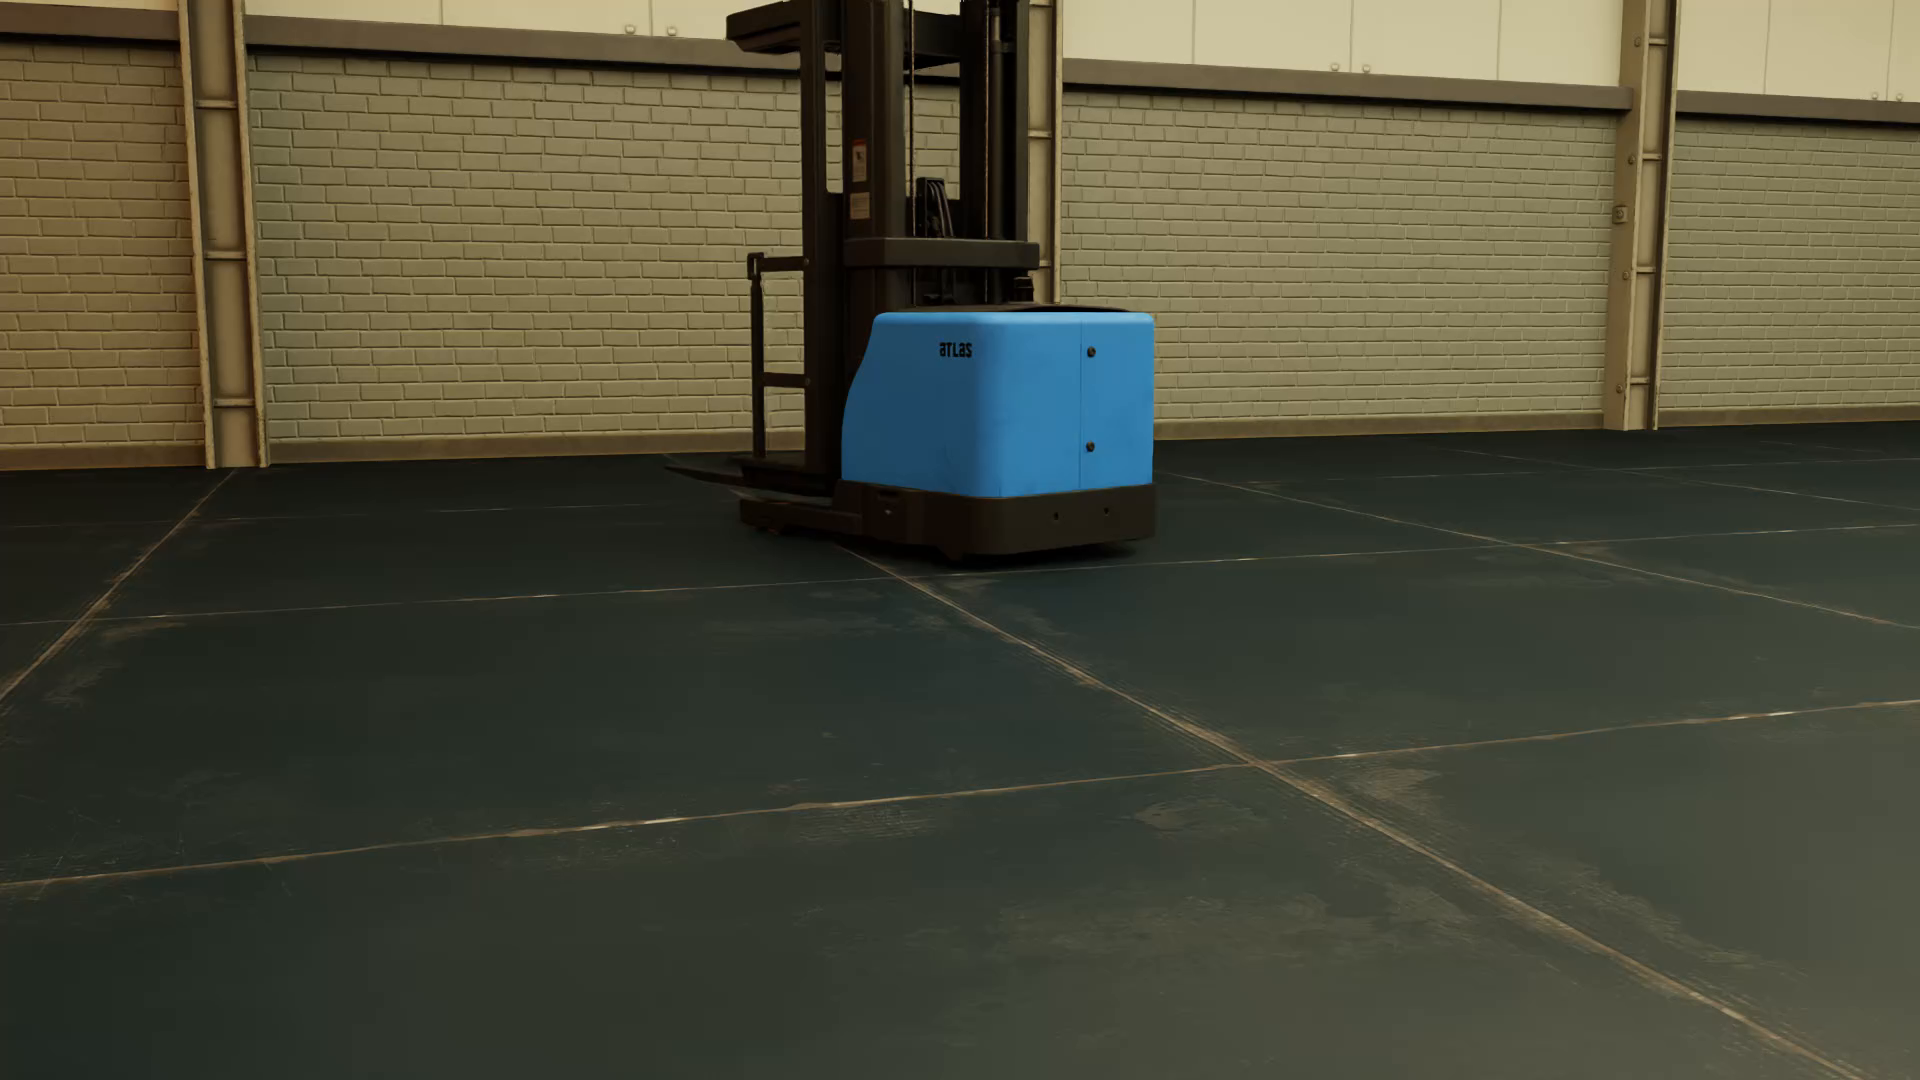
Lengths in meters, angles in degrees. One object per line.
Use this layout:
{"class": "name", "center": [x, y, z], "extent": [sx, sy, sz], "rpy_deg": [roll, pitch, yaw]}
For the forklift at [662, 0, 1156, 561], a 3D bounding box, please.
{"class": "forklift", "center": [-0.442, -1.513, 8.174], "extent": [1.130, 2.935, 3.031], "rpy_deg": [-6, 10, -39]}
